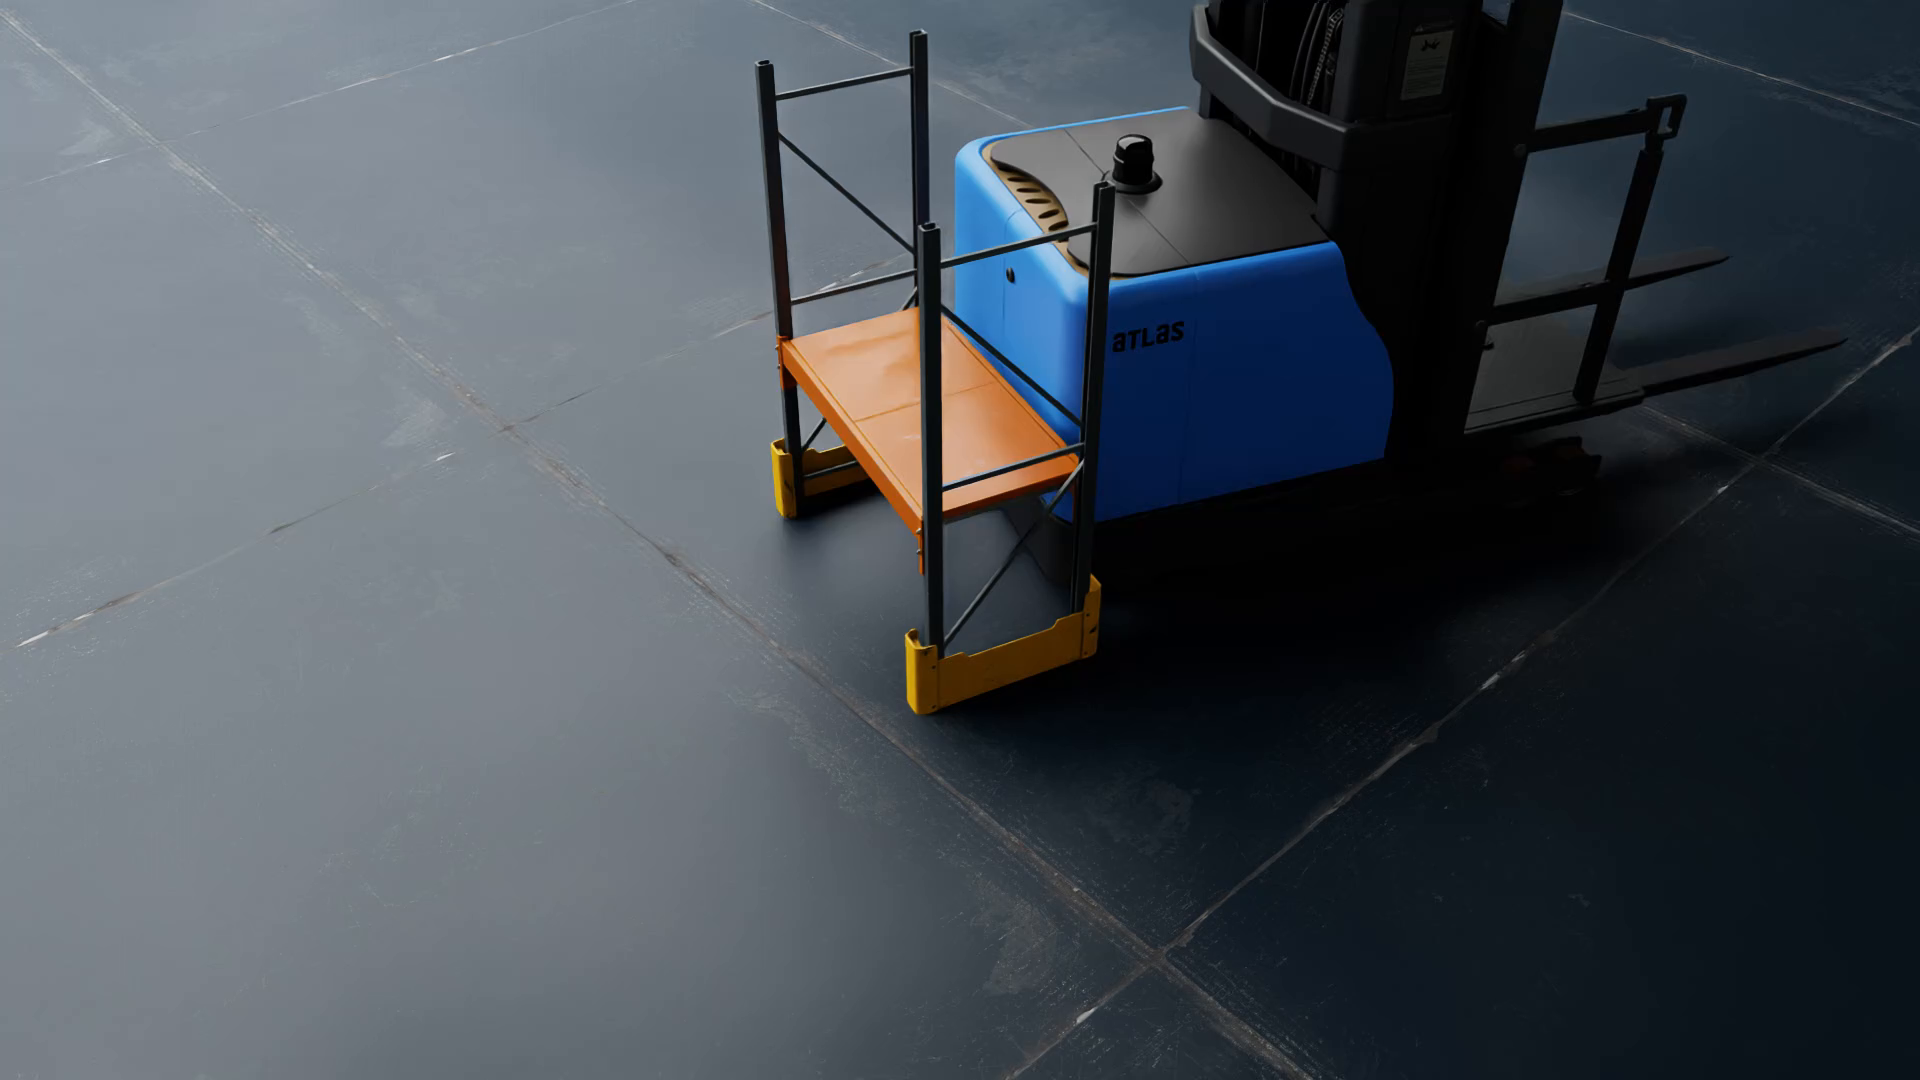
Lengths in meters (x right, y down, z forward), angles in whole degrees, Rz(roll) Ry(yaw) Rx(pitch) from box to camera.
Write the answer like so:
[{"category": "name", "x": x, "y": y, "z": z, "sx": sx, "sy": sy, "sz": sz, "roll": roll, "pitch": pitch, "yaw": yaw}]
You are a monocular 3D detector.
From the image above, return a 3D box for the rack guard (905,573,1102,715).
[{"category": "rack guard", "x": 0.126, "y": 0.291, "z": 4.691, "sx": 0.587, "sy": 0.250, "sz": 0.087, "roll": -17, "pitch": 42, "yaw": -20}]

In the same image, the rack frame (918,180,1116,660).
[{"category": "rack frame", "x": 0.135, "y": -0.184, "z": 4.285, "sx": 0.500, "sy": 1.500, "sz": 0.032, "roll": -17, "pitch": 42, "yaw": -20}]

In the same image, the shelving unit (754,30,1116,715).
[{"category": "shelving unit", "x": -0.097, "y": -0.475, "z": 4.645, "sx": 0.587, "sy": 1.500, "sz": 1.083, "roll": -17, "pitch": 42, "yaw": -20}]

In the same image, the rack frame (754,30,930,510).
[{"category": "rack frame", "x": -0.320, "y": -0.756, "z": 4.992, "sx": 0.500, "sy": 1.500, "sz": 0.032, "roll": -17, "pitch": 42, "yaw": -20}]

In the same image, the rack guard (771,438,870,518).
[{"category": "rack guard", "x": -0.319, "y": -0.269, "z": 5.384, "sx": 0.587, "sy": 0.250, "sz": 0.087, "roll": -17, "pitch": 42, "yaw": -20}]

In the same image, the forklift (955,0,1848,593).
[{"category": "forklift", "x": 1.544, "y": -1.545, "z": 4.830, "sx": 3.031, "sy": 2.935, "sz": 1.130, "roll": -13, "pitch": 41, "yaw": -15}]

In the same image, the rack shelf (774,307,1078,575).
[{"category": "rack shelf", "x": -0.093, "y": -0.330, "z": 4.751, "sx": 0.538, "sy": 0.185, "sz": 1.000, "roll": -17, "pitch": 42, "yaw": -20}]
